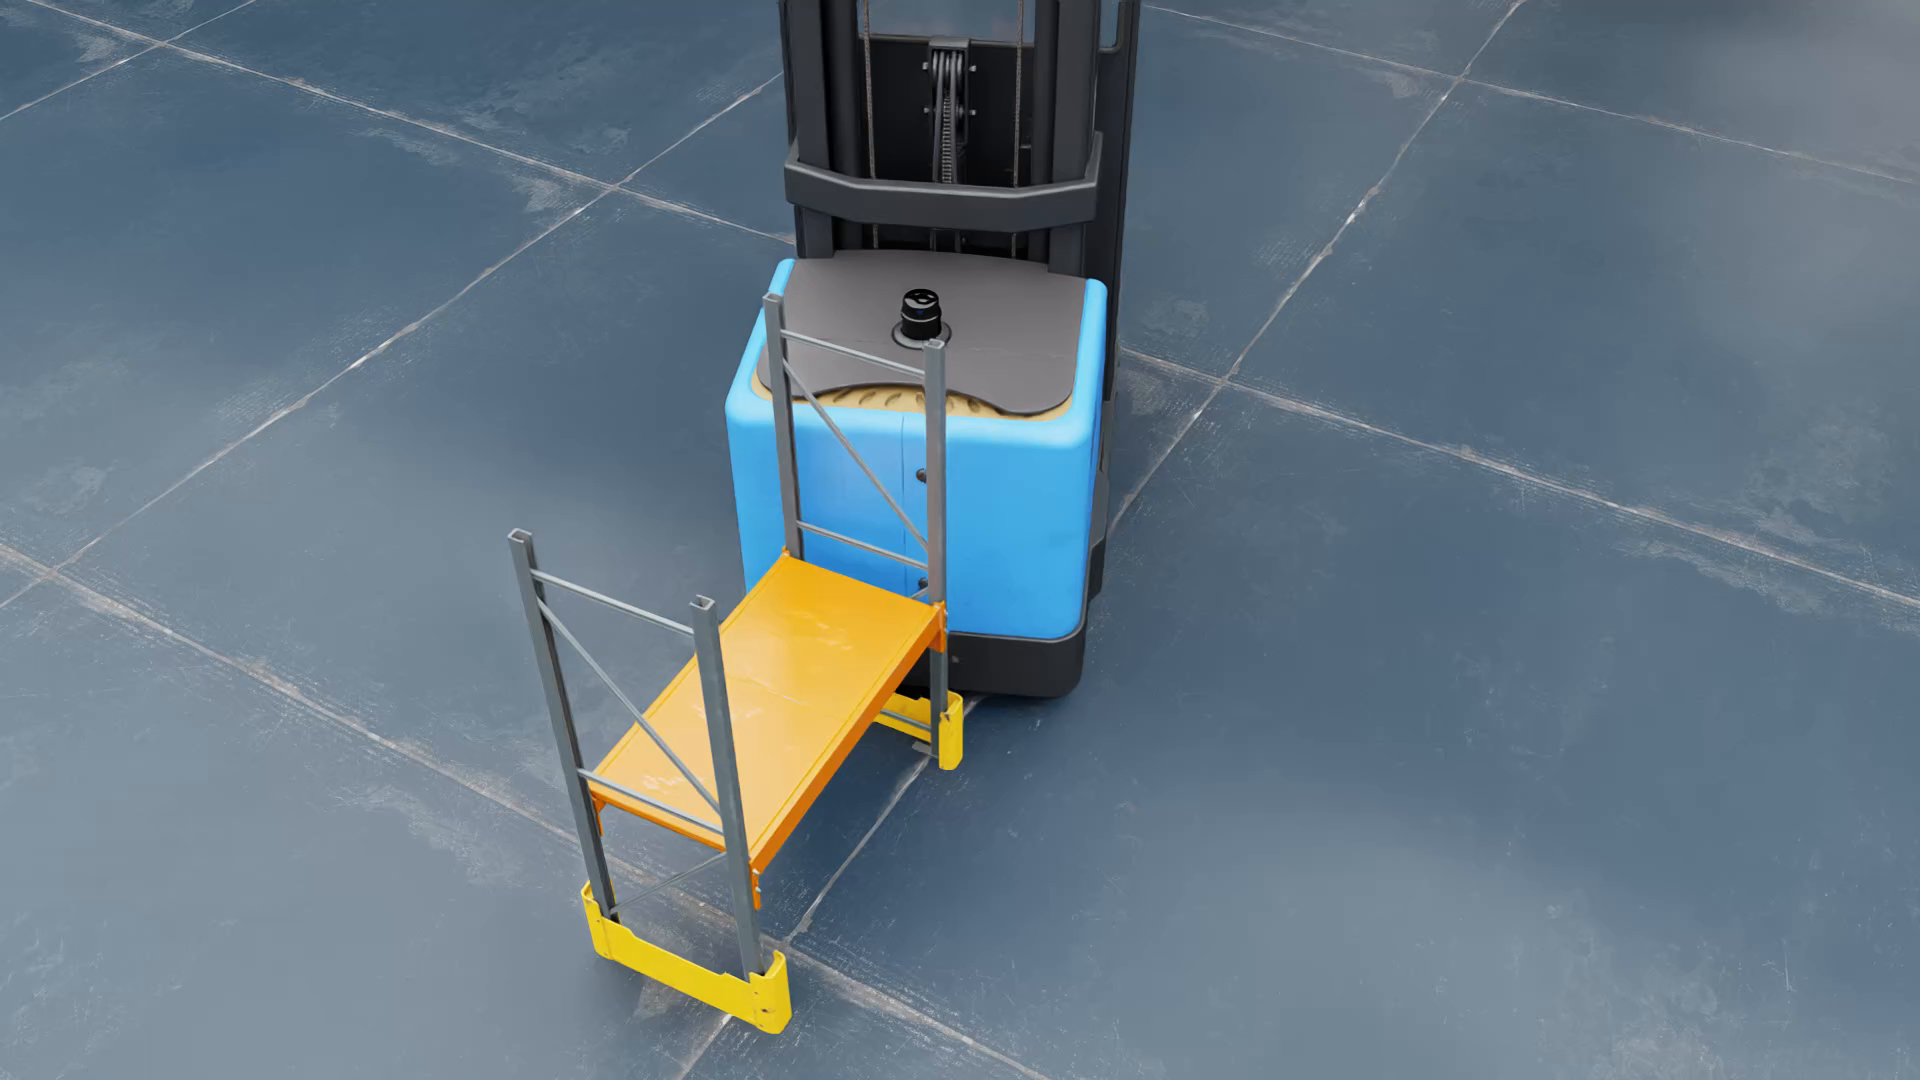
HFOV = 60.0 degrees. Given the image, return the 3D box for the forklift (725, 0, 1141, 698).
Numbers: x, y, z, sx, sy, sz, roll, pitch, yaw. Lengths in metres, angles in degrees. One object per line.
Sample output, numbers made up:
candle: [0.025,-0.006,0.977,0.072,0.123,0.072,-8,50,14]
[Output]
forklift: [0.028,-1.591,5.339,1.130,2.935,3.031,5,42,5]

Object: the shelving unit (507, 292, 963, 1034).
shelving unit: [-0.489,0.315,4.258,0.587,1.500,1.083,18,45,20]

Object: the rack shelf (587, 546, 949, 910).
rack shelf: [-0.493,0.455,4.371,0.538,0.185,1.000,18,45,20]

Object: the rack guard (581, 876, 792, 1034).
rack guard: [-0.713,1.078,4.337,0.587,0.250,0.087,18,45,20]

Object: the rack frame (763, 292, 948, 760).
rack frame: [-0.265,0.020,4.592,0.500,1.500,0.032,18,45,20]

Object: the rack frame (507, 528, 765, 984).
rack frame: [-0.722,0.620,3.911,0.500,1.500,0.032,18,45,20]

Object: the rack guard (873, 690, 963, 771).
rack guard: [-0.266,0.490,5.005,0.587,0.250,0.087,18,45,20]
